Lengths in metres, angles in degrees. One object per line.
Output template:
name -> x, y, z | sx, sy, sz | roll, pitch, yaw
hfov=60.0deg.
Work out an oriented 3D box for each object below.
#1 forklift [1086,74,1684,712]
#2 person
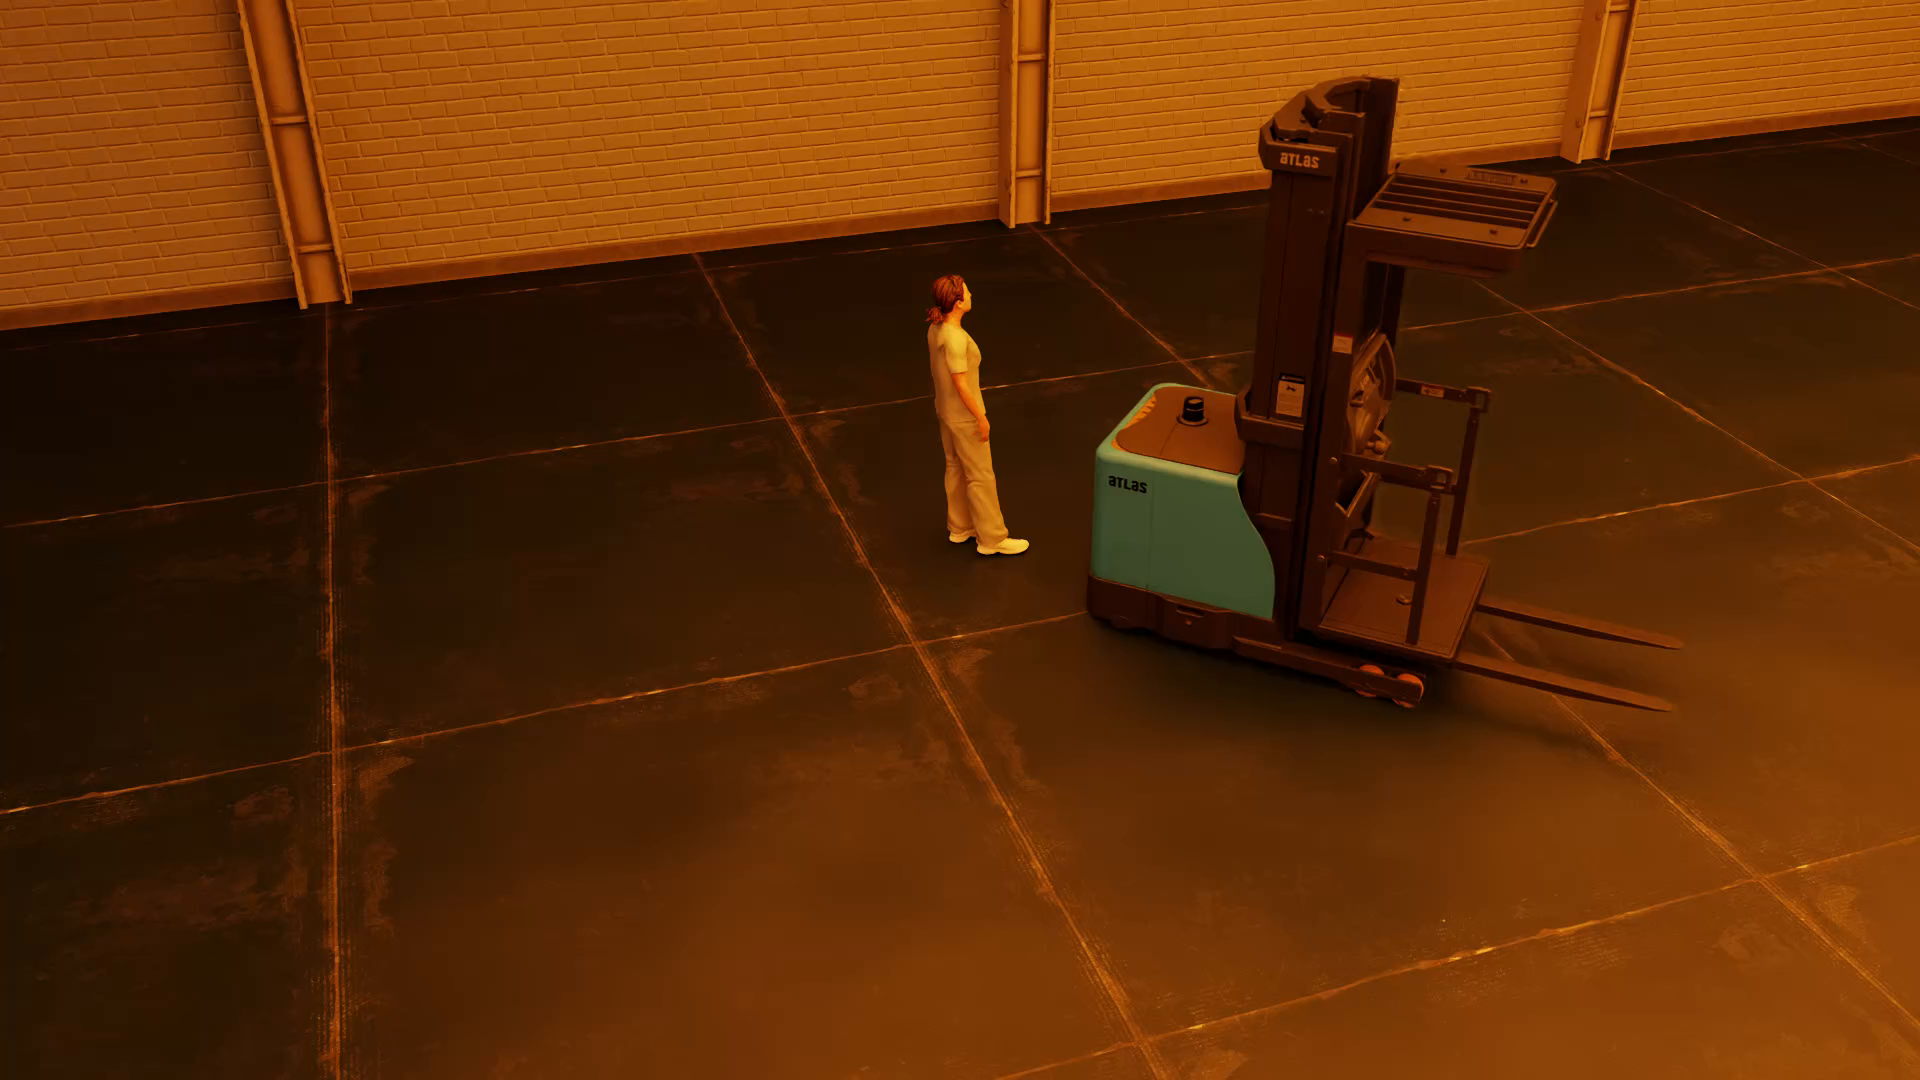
forklift -> 2.256, -0.717, 8.333 | 3.031, 2.935, 1.130 | 13, 33, 22
person -> 0.074, -0.738, 9.613 | 0.548, 1.674, 0.549 | -10, 31, -16
